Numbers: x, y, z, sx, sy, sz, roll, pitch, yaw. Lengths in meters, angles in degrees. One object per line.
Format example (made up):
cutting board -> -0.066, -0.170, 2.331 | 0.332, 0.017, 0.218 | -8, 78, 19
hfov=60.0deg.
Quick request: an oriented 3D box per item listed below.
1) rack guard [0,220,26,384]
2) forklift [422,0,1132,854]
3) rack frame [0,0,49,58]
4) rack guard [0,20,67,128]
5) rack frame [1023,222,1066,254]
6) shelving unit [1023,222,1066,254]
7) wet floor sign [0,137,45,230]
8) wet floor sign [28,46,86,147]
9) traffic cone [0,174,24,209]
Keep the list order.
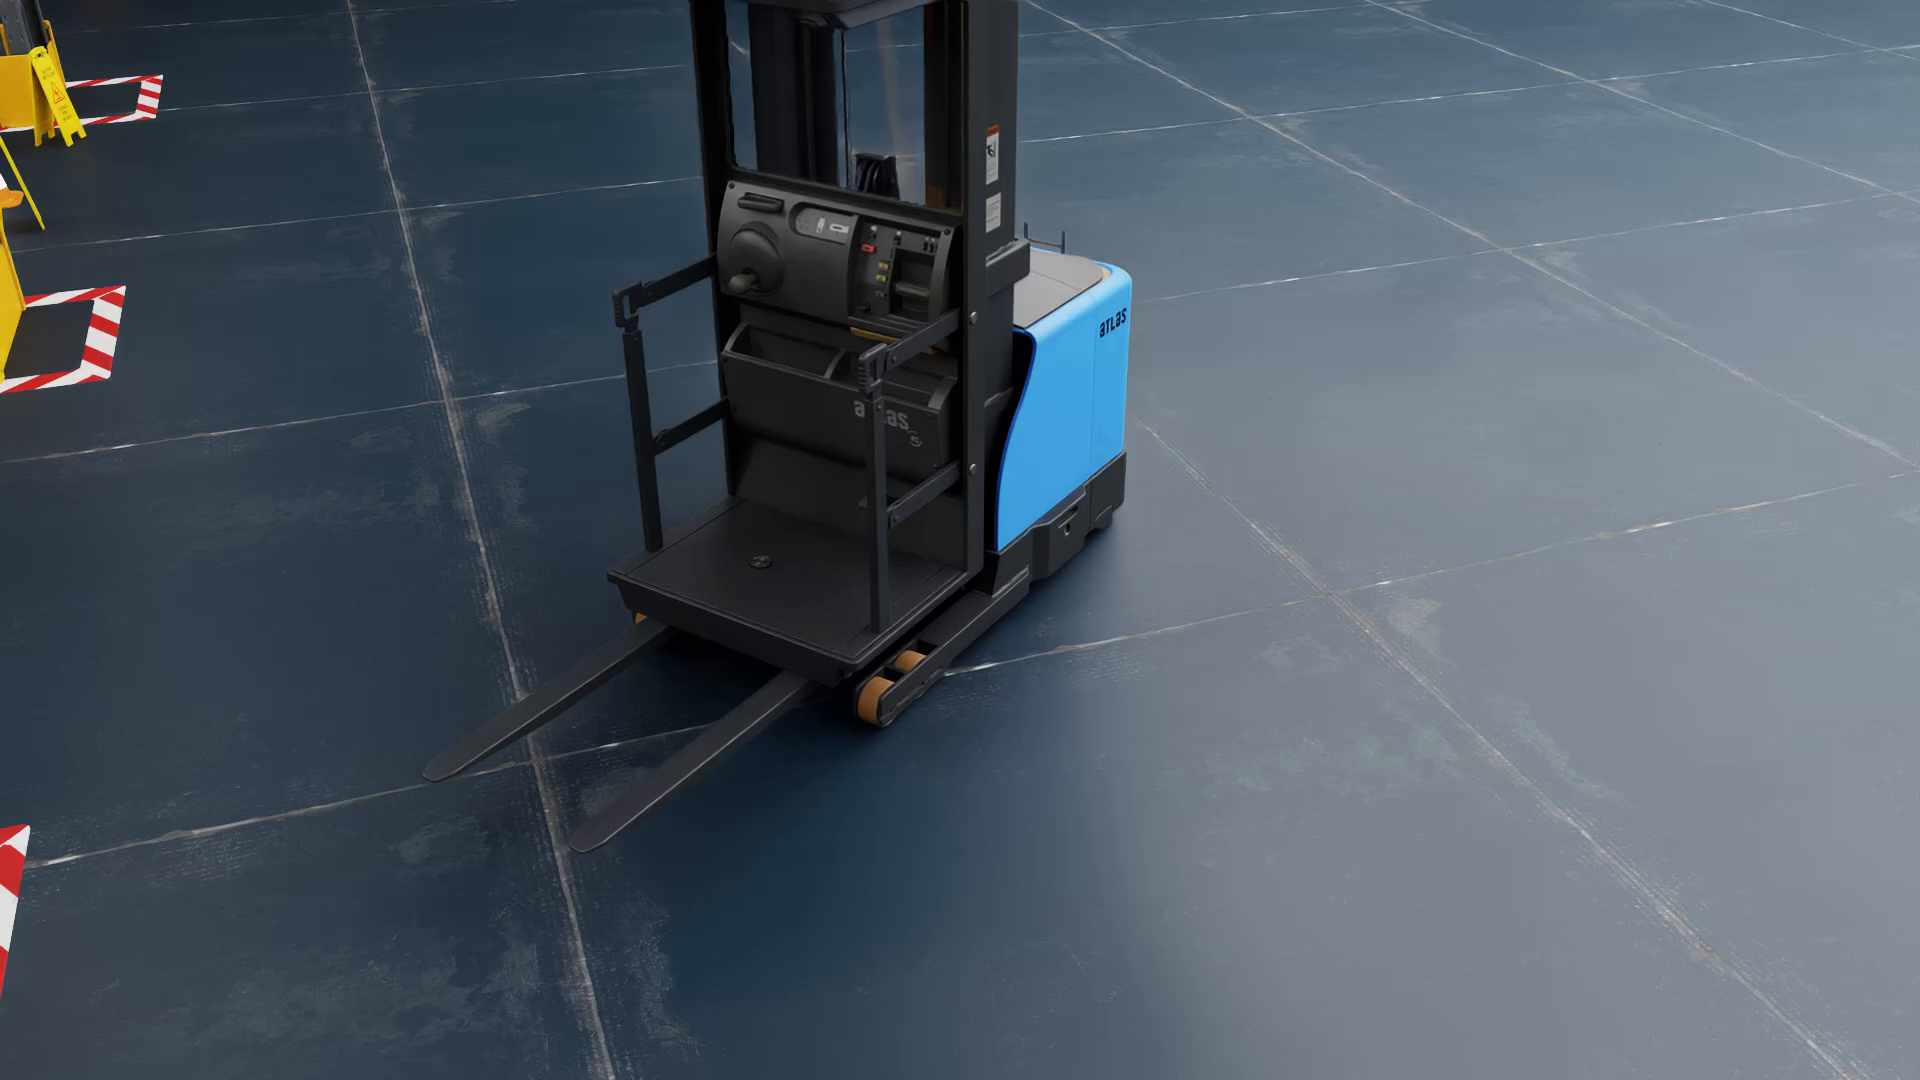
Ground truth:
rack guard -> -5.008, -1.201, 8.353 | 0.348, 0.500, 1.175 | -10, 31, -18
forklift -> -0.538, -0.907, 5.381 | 1.130, 2.935, 3.031 | 18, 34, 28
rack frame -> -6.852, -4.562, 11.728 | 0.127, 3.000, 1.000 | -10, 31, -18
rack guard -> -6.923, -3.463, 12.324 | 0.348, 0.500, 1.175 | -10, 31, -18
rack frame -> 0.353, -0.848, 7.177 | 0.200, 1.050, 0.008 | 18, 34, 28
shelving unit -> 0.287, -0.797, 7.088 | 0.215, 1.050, 0.252 | 18, 34, 28
wet floor sign -> -5.694, -2.184, 9.931 | 0.232, 0.644, 0.267 | -16, 33, -26
wet floor sign -> -6.301, -3.076, 11.497 | 0.232, 0.644, 0.267 | 0, 30, 0
traffic cone -> -6.099, -2.331, 10.374 | 0.334, 0.463, 0.336 | -10, 31, -18
